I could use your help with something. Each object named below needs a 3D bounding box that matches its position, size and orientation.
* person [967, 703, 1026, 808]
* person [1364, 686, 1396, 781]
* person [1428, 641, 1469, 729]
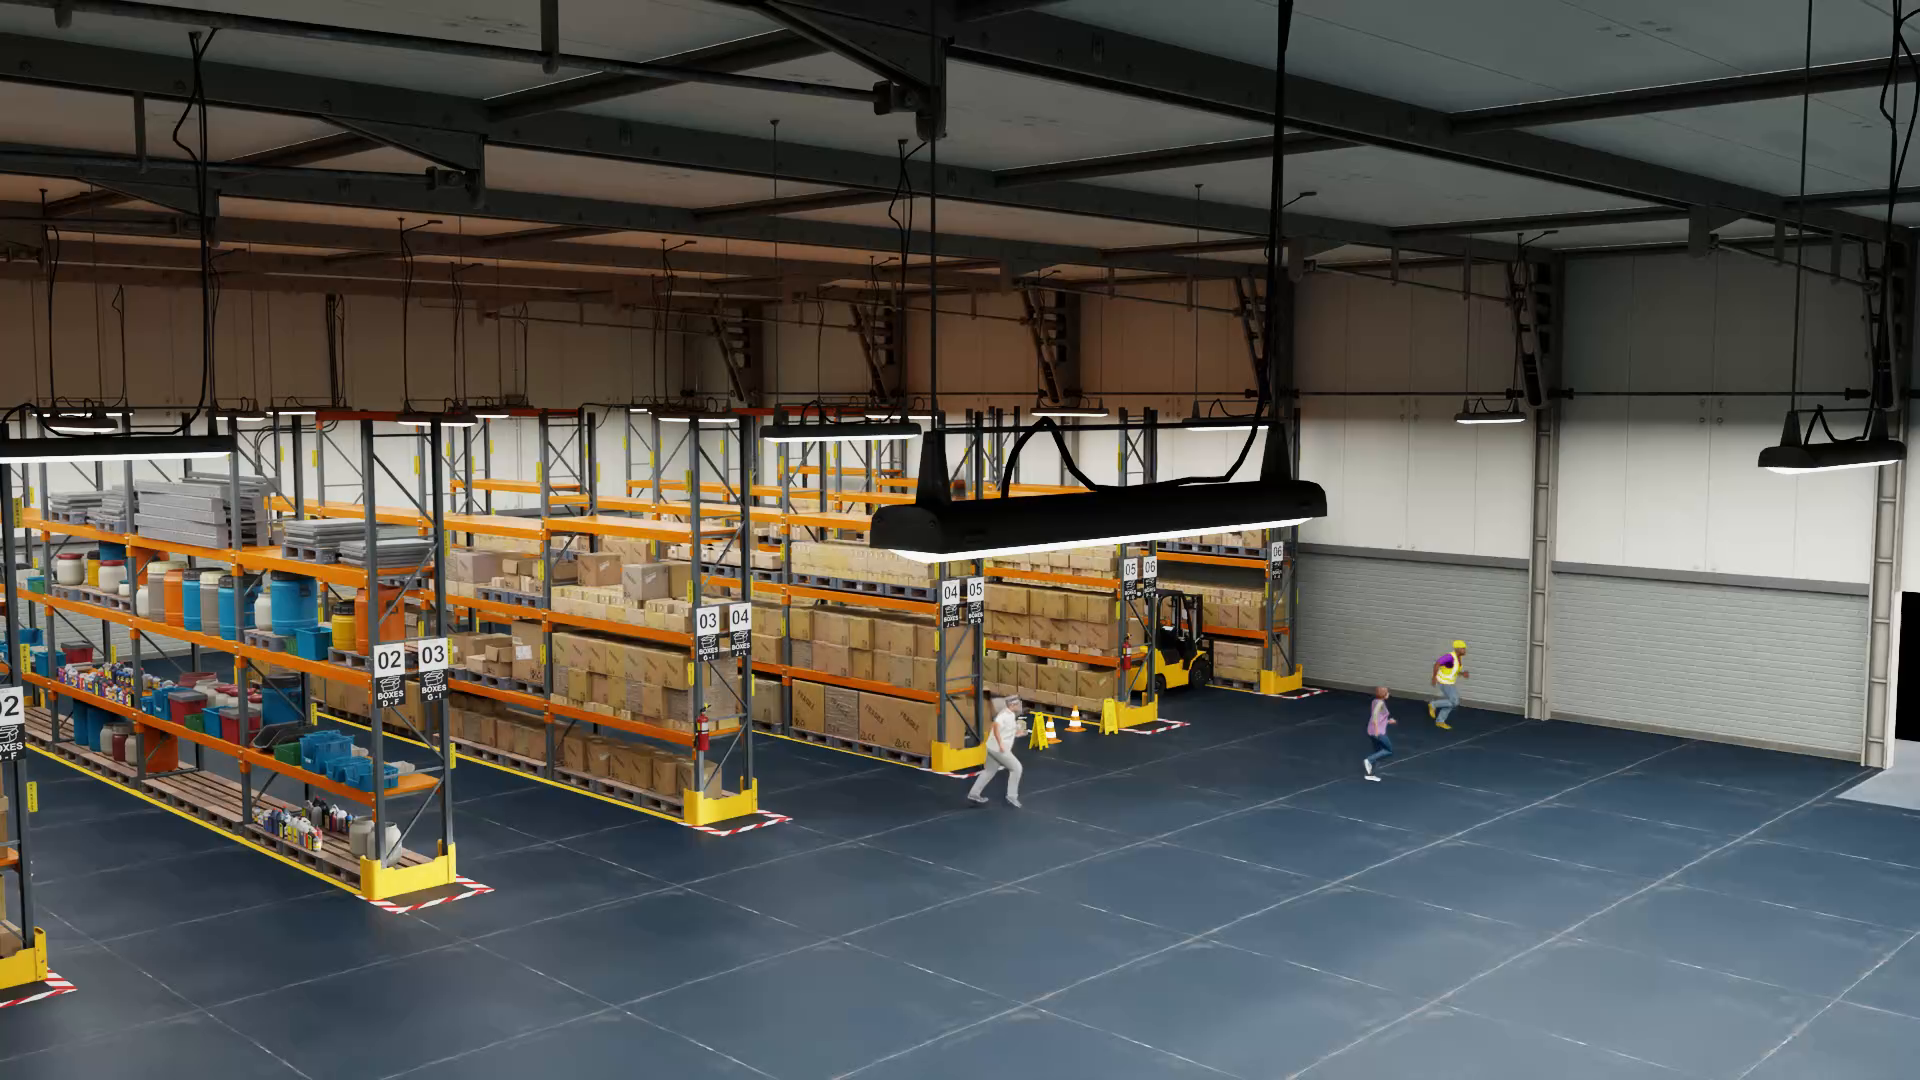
[{"bbox_3d":[0.591,3.263,25.441,0.917,1.738,0.677,-1,5,-8],"label":"person"},{"bbox_3d":[6.863,3.160,27.119,0.561,1.552,0.498,0,5,-3],"label":"person"},{"bbox_3d":[9.236,2.722,31.421,0.737,1.686,0.689,3,6,31],"label":"person"}]
